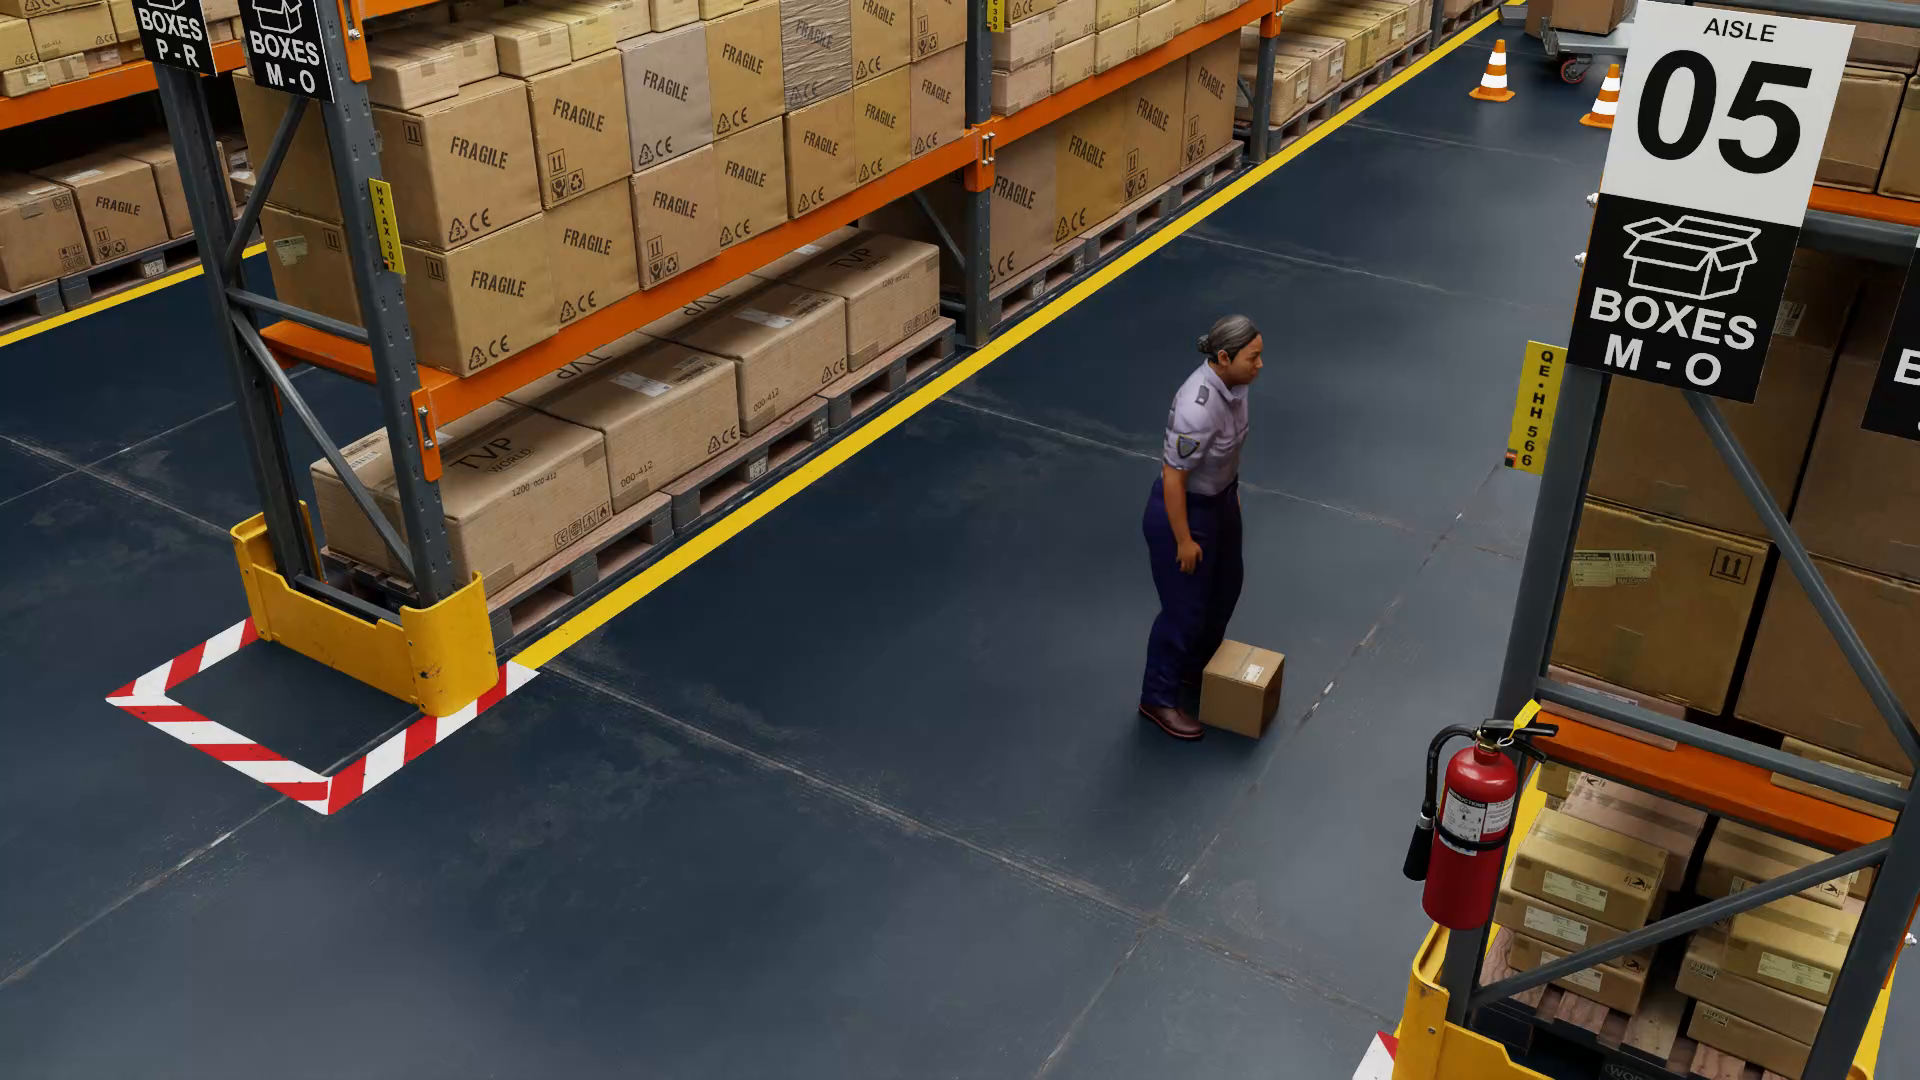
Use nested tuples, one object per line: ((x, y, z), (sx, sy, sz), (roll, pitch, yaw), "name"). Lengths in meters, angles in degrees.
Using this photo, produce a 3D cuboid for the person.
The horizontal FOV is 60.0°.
((0.924, -0.076, 6.267), (0.416, 1.652, 0.555), (17, 35, 26), "person")
